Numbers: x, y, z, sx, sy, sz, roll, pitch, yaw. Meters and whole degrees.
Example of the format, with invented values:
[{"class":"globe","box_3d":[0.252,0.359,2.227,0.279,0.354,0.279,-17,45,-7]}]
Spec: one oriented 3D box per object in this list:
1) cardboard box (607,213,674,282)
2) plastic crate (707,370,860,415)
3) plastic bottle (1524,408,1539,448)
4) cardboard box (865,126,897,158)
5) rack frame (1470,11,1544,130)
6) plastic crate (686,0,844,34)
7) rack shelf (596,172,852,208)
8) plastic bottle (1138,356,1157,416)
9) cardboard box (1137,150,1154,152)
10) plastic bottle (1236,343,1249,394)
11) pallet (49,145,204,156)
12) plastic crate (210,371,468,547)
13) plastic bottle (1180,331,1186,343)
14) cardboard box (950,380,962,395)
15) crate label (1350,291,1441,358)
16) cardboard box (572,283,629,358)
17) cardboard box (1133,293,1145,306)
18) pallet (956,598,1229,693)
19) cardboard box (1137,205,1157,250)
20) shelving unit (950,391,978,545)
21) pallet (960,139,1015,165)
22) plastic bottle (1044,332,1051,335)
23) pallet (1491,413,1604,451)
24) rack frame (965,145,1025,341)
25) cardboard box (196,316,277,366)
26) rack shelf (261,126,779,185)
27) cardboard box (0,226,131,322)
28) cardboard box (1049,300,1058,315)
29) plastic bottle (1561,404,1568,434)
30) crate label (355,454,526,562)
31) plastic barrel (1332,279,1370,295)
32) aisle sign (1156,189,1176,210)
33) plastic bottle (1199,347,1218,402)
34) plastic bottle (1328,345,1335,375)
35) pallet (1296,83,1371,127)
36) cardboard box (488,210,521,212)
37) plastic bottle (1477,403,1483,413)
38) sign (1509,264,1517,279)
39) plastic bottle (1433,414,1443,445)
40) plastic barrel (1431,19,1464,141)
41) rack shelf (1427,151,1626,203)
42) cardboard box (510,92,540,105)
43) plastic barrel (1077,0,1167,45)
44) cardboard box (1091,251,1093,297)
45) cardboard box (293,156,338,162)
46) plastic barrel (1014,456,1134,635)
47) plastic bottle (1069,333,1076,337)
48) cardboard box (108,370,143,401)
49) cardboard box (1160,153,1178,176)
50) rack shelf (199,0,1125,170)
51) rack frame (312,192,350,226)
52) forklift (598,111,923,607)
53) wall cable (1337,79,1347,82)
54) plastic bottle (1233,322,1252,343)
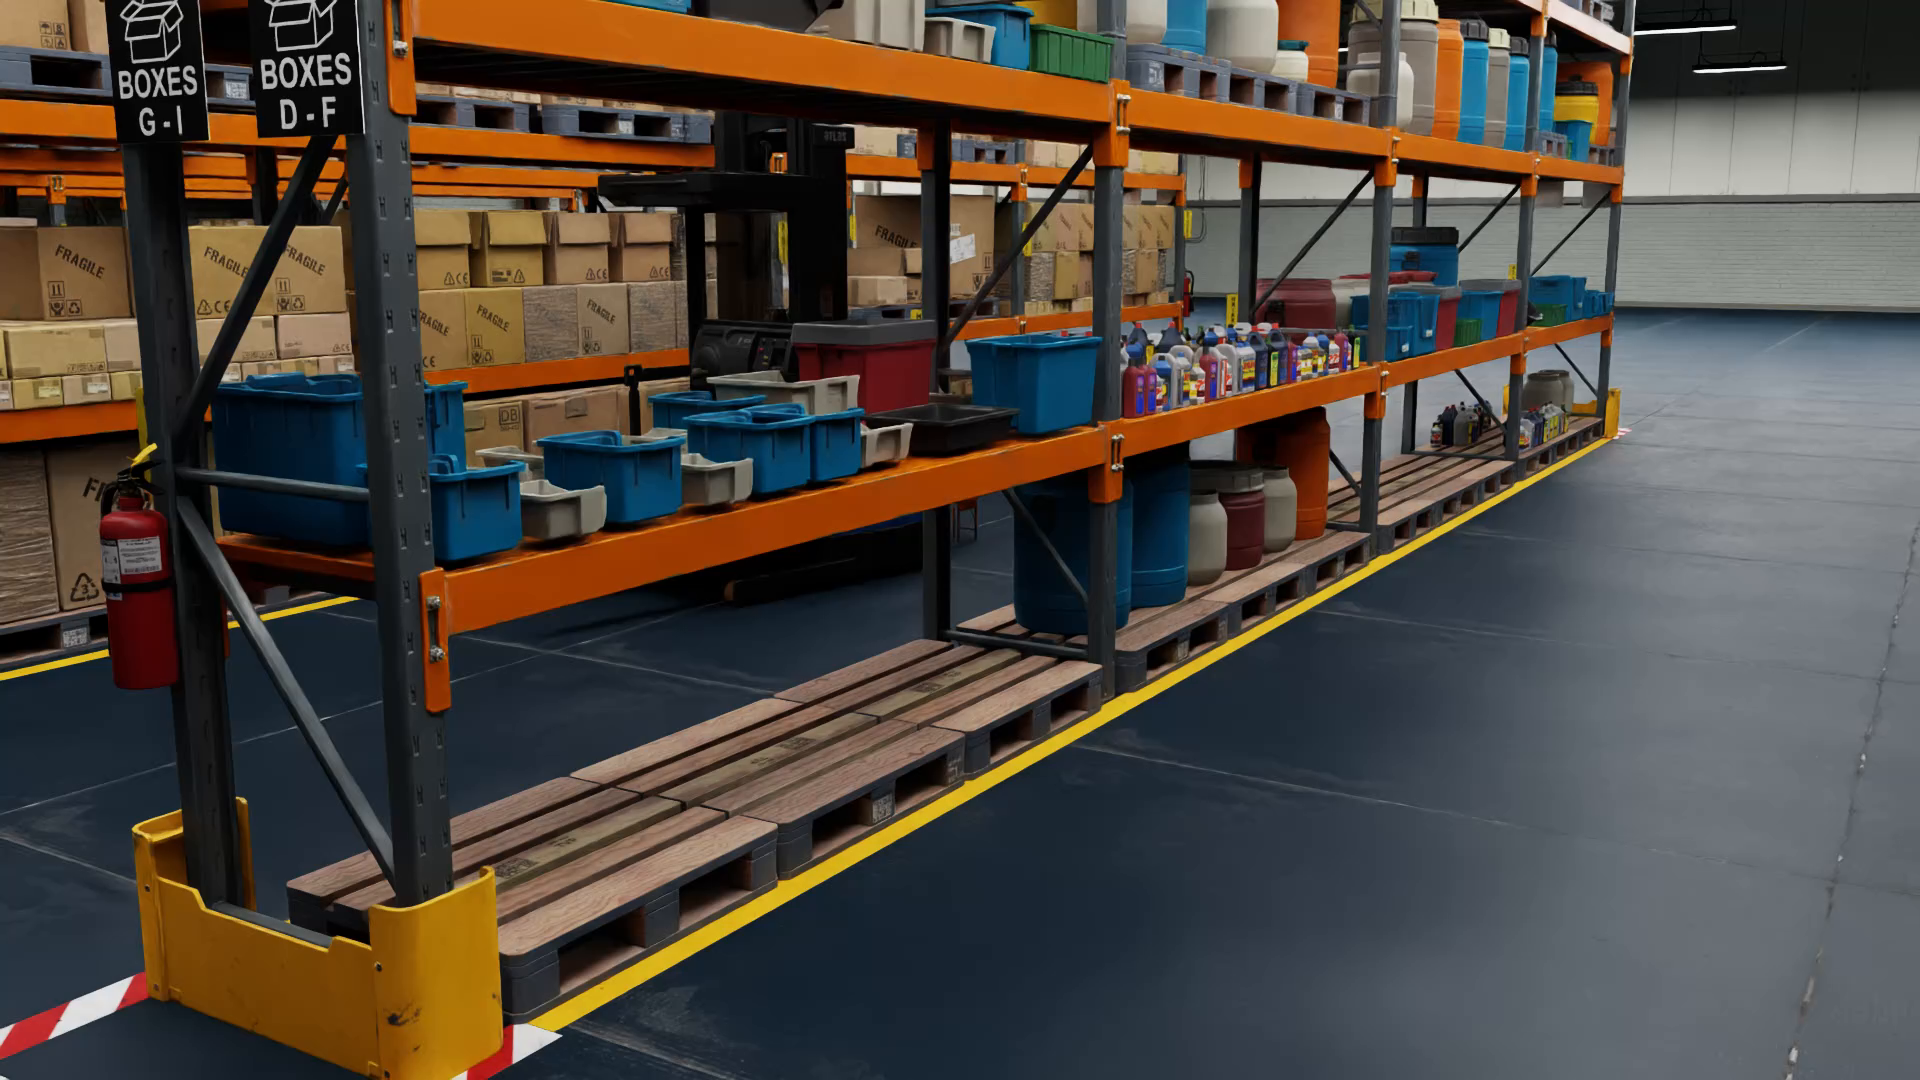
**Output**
[{"class":"cardboard box","box_3d":[-2.617,-2.193,12.433,0.797,0.503,0.637,7,13,32]},{"class":"plastic crate","box_3d":[-0.676,-0.513,6.615,0.437,0.282,0.530,6,12,31]},{"class":"plastic bottle","box_3d":[5.201,-1.024,15.189,0.144,0.351,0.185,7,13,32]},{"class":"cardboard box","box_3d":[-0.896,-3.479,14.557,0.500,0.250,0.500,7,13,32]},{"class":"rack frame","box_3d":[4.427,-4.971,13.967,1.000,3.000,0.127,6,12,31]},{"class":"plastic crate","box_3d":[-0.775,-1.793,5.311,0.504,0.338,0.767,6,12,31]},{"class":"rack shelf","box_3d":[-2.954,-4.421,21.133,1.077,0.370,4.000,6,12,31]},{"class":"plastic bottle","box_3d":[0.898,-0.745,8.012,0.061,0.283,0.133,6,12,31]},{"class":"cardboard box","box_3d":[2.000,-4.523,19.048,0.380,0.149,0.250,6,12,31]},{"class":"plastic bottle","box_3d":[1.524,-0.935,9.061,0.097,0.271,0.097,0,11,0]},{"class":"pallet","box_3d":[-7.199,-3.359,14.021,1.213,0.211,1.003,6,12,31]},{"class":"plastic crate","box_3d":[-1.789,-0.252,4.806,0.616,0.435,0.499,6,12,31]},{"class":"plastic bottle","box_3d":[1.337,-1.147,10.194,0.097,0.271,0.097,0,11,0]},{"class":"cardboard box","box_3d":[-0.407,-1.315,16.341,0.700,0.500,0.500,6,12,30]},{"class":"crate label","box_3d":[3.097,-1.541,11.852,0.502,0.435,0.616,6,12,31]},{"class":"cardboard box","box_3d":[-2.723,-1.574,11.856,0.500,0.500,0.500,7,13,32]},{"class":"cardboard box","box_3d":[1.940,-2.815,19.437,0.380,0.149,0.250,6,12,31]},{"class":"pallet","box_3d":[0.710,0.489,8.682,1.003,0.211,1.213,6,12,31]},{"class":"cardboard box","box_3d":[1.942,-3.622,19.267,0.500,0.500,0.500,6,12,31]},{"class":"shelving unit","box_3d":[-0.028,-0.508,11.727,0.215,1.050,0.252,6,12,31]},{"class":"pallet","box_3d":[-0.217,-3.791,16.324,1.213,0.211,1.003,6,12,31]},{"class":"plastic bottle","box_3d":[0.471,-0.916,8.742,0.144,0.351,0.185,6,12,31]},{"class":"pallet","box_3d":[6.078,-1.137,17.369,1.003,0.211,1.213,6,12,31]},{"class":"rack frame","box_3d":[0.194,-2.495,17.047,1.000,3.000,0.127,6,12,31]},{"class":"cardboard box","box_3d":[-4.231,-1.134,9.372,0.500,0.250,0.500,7,13,32]},{"class":"rack shelf","box_3d":[-2.921,-2.673,11.797,1.077,0.370,4.000,6,12,31]},{"class":"cardboard box","box_3d":[-4.955,-1.469,9.123,0.500,0.500,0.500,6,12,29]},{"class":"cardboard box","box_3d":[0.810,-2.457,17.525,0.380,0.149,0.250,6,12,31]},{"class":"plastic bottle","box_3d":[5.880,-1.182,16.215,0.061,0.283,0.133,7,13,32]},{"class":"crate label","box_3d":[-1.393,-0.090,4.488,0.416,0.233,0.303,6,12,31]},{"class":"plastic barrel","box_3d":[2.921,-1.697,12.476,0.421,0.512,0.421,0,11,0]},{"class":"aisle sign","box_3d":[2.559,-4.383,20.067,0.394,0.787,0.004,6,12,31]},{"class":"plastic bottle","box_3d":[1.290,-0.863,8.646,0.061,0.283,0.133,6,12,31]},{"class":"plastic bottle","box_3d":[2.259,-1.123,10.257,0.097,0.201,0.097,0,11,0]},{"class":"pallet","box_3d":[1.870,-2.664,10.308,1.003,0.211,1.213,6,12,31]},{"class":"cardboard box","box_3d":[-6.724,-4.488,23.893,0.700,0.500,0.500,6,12,30]},{"class":"plastic bottle","box_3d":[5.118,-1.217,16.438,0.097,0.271,0.097,0,11,0]},{"class":"sign","box_3d":[6.036,-2.841,18.139,0.100,0.325,0.005,6,12,31]},{"class":"plastic bottle","box_3d":[4.395,-1.011,15.301,0.061,0.283,0.133,7,13,34]},{"class":"plastic barrel","box_3d":[3.302,-3.290,11.972,0.600,0.830,0.708,6,12,31]},{"class":"rack shelf","box_3d":[5.466,-3.458,15.990,1.077,0.370,4.000,6,12,31]},{"class":"cardboard box","box_3d":[-3.058,-3.014,11.209,0.380,0.149,0.250,6,12,28]},{"class":"plastic barrel","box_3d":[0.761,-2.571,7.786,0.433,0.535,0.433,0,11,0]},{"class":"cardboard box","box_3d":[1.239,-2.994,18.629,0.875,0.500,0.500,6,12,31]},{"class":"cardboard box","box_3d":[-6.149,-3.766,15.408,0.500,0.500,0.500,6,12,31]},{"class":"plastic barrel","box_3d":[0.571,-0.023,8.402,0.600,0.901,0.708,6,12,31]},{"class":"plastic bottle","box_3d":[0.595,-0.902,8.669,0.144,0.351,0.185,6,12,31]},{"class":"cardboard box","box_3d":[-4.505,-0.832,8.846,0.380,0.149,0.250,6,12,30]},{"class":"cardboard box","box_3d":[2.238,-4.425,19.610,0.500,0.250,0.500,7,13,32]},{"class":"rack shelf","box_3d":[-0.765,-1.570,5.909,1.077,0.370,4.000,6,12,31]},{"class":"rack frame","box_3d":[-8.276,-3.442,22.104,1.000,3.000,0.127,6,12,31]},{"class":"forklift","box_3d":[-1.472,-1.154,10.070,1.130,2.935,3.031,10,14,43]},{"class":"wall cable","box_3d":[11.617,-15.163,50.762,3.097,2.526,0.112,6,12,31]},{"class":"plastic bottle","box_3d":[1.850,-1.295,10.972,0.152,0.276,0.135,6,12,31]}]
